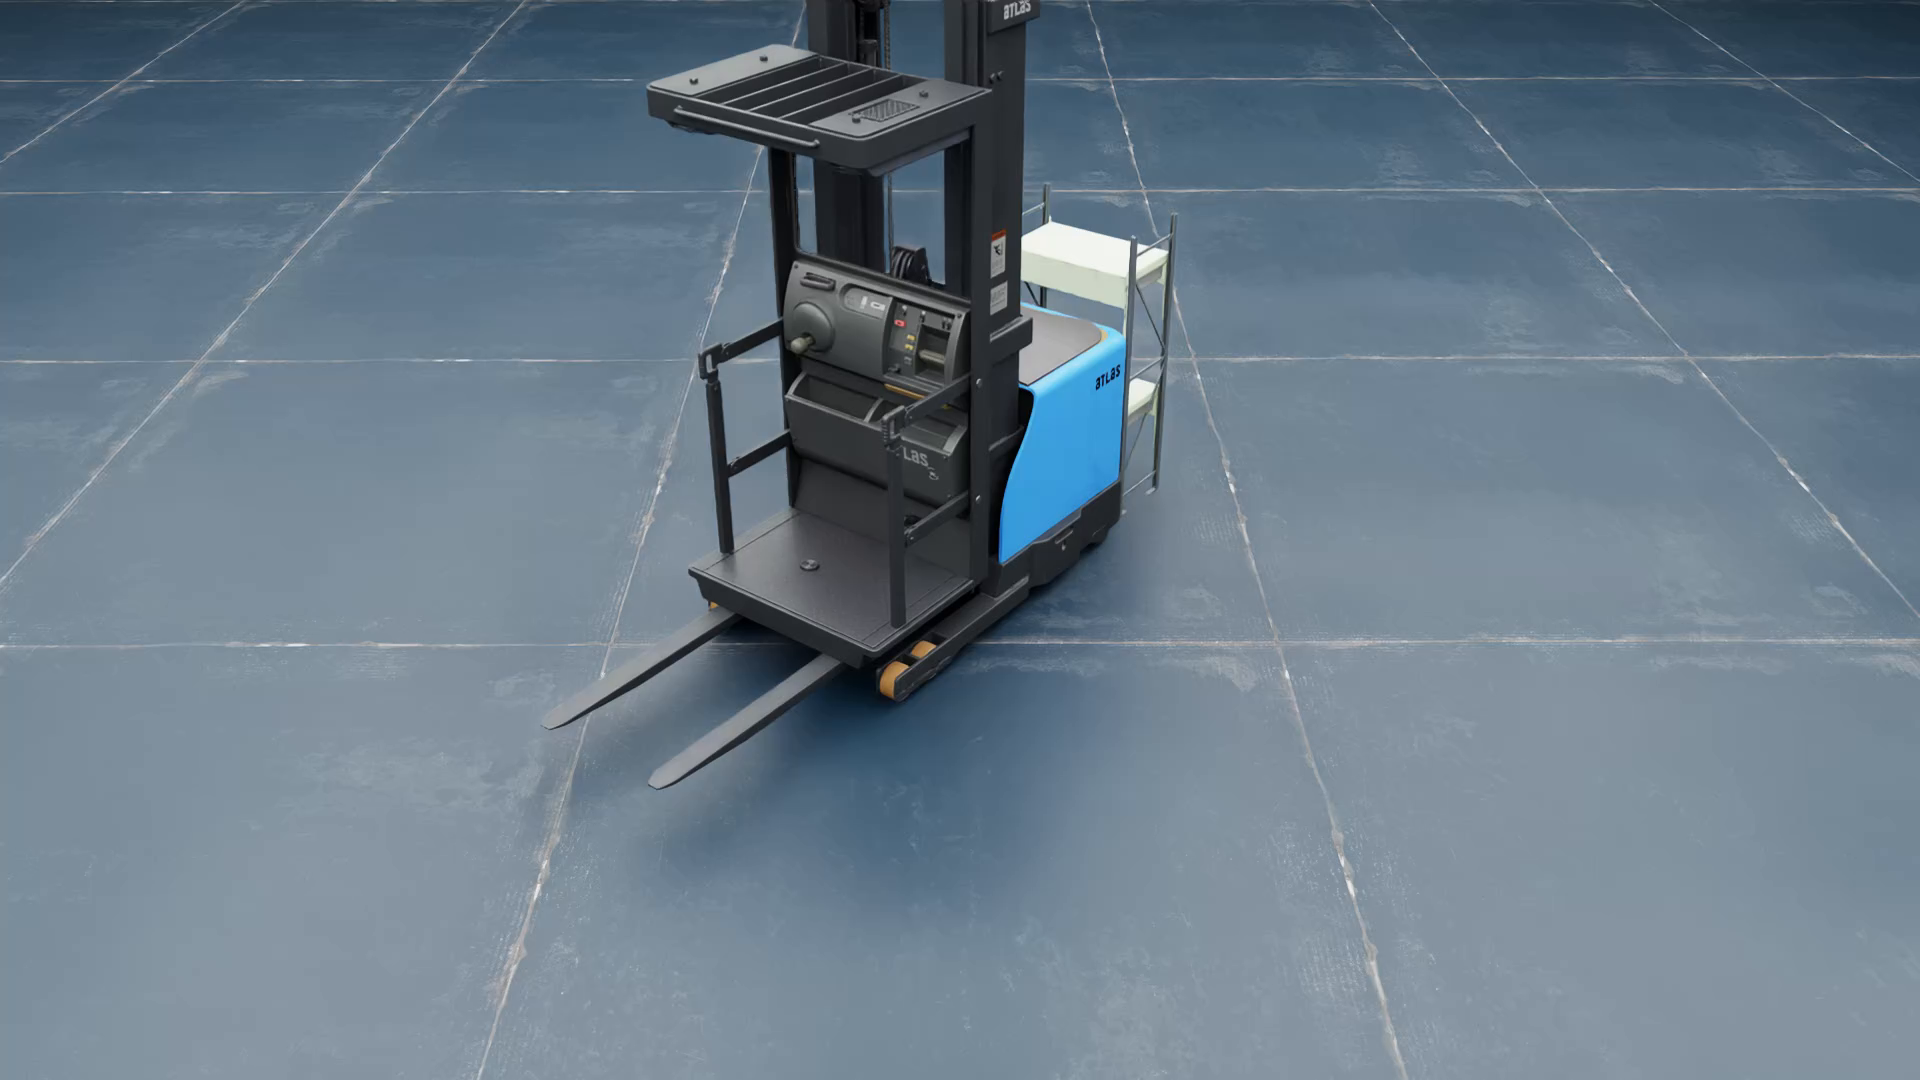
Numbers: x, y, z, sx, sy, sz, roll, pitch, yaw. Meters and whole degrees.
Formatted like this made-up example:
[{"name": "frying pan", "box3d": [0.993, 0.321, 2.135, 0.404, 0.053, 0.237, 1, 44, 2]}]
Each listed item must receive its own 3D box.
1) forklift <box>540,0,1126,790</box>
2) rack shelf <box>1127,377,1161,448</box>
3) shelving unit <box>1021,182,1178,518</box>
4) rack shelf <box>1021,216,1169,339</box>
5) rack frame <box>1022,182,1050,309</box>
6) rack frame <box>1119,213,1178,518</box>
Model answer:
[{"name": "forklift", "box3d": [-0.494, -0.853, 6.830, 1.130, 2.935, 3.031, 21, 37, 31]}, {"name": "rack shelf", "box3d": [0.617, -0.668, 8.533, 0.720, 0.370, 0.431, 21, 37, 31]}, {"name": "shelving unit", "box3d": [0.617, -0.946, 8.364, 0.755, 1.500, 0.431, 21, 37, 31]}, {"name": "rack shelf", "box3d": [0.617, -1.280, 8.161, 0.720, 0.370, 0.431, 21, 37, 31]}, {"name": "rack frame", "box3d": [0.323, -1.059, 8.550, 0.023, 1.500, 0.400, 21, 37, 31]}, {"name": "rack frame", "box3d": [0.912, -0.833, 8.178, 0.023, 1.500, 0.400, 21, 37, 31]}]
